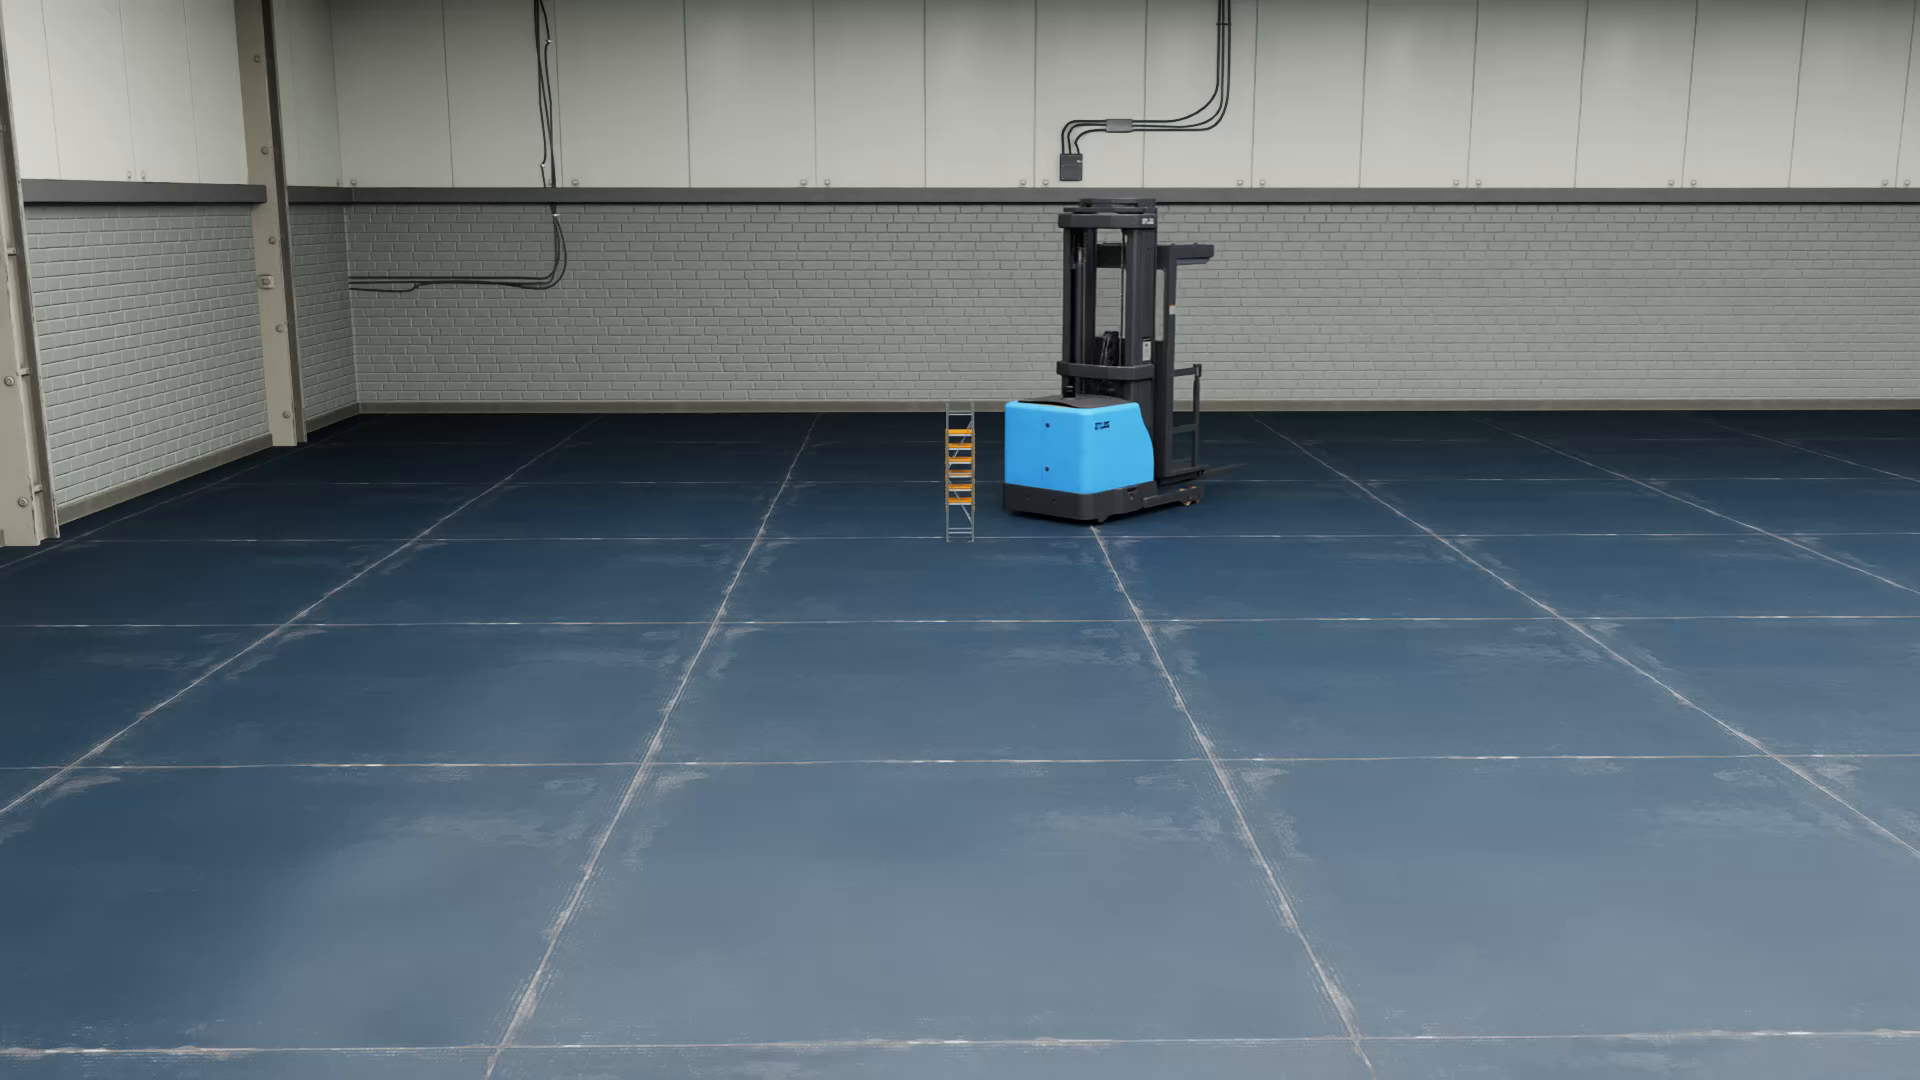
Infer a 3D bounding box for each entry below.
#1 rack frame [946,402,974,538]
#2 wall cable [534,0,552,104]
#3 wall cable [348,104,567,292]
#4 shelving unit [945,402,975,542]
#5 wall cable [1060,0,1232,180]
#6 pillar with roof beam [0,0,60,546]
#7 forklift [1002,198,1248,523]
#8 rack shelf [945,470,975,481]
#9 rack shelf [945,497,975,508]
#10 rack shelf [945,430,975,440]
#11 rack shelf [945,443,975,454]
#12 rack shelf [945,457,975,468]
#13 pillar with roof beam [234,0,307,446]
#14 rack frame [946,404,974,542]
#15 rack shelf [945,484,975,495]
[{"bbox_3d":[-0.002,-0.609,14.544,0.240,1.200,0.006,0,11,-1],"label":"rack frame"},{"bbox_3d":[-4.263,-7.148,22.266,3.097,2.526,0.112,0,11,-1],"label":"wall cable"},{"bbox_3d":[-6.967,-4.662,22.713,3.097,2.526,0.112,0,11,-1],"label":"wall cable"},{"bbox_3d":[0.000,-0.591,14.454,0.258,1.200,0.189,0,11,-1],"label":"shelving unit"},{"bbox_3d":[2.524,-7.886,22.243,2.305,6.003,0.169,0,11,-1],"label":"wall cable"},{"bbox_3d":[-3.801,-4.417,13.699,9.100,9.000,0.400,0,11,-1],"label":"pillar with roof beam"},{"bbox_3d":[1.755,-1.830,16.210,1.130,2.935,3.031,10,15,41],"label":"forklift"},{"bbox_3d":[0.000,-0.547,14.463,0.258,0.103,0.180,0,11,-1],"label":"rack shelf"},{"bbox_3d":[0.000,-0.312,14.511,0.258,0.103,0.180,0,11,-1],"label":"rack shelf"},{"bbox_3d":[0.000,-0.900,14.391,0.258,0.103,0.180,0,11,-1],"label":"rack shelf"},{"bbox_3d":[0.000,-0.783,14.415,0.258,0.103,0.180,0,11,-1],"label":"rack shelf"},{"bbox_3d":[0.000,-0.665,14.439,0.258,0.103,0.180,0,11,-1],"label":"rack shelf"},{"bbox_3d":[-3.925,-5.610,19.578,9.100,9.000,0.400,0,11,-1],"label":"pillar with roof beam"},{"bbox_3d":[0.002,-0.573,14.364,0.240,1.200,0.006,0,11,-1],"label":"rack frame"},{"bbox_3d":[0.000,-0.430,14.487,0.258,0.103,0.180,0,11,-1],"label":"rack shelf"}]
